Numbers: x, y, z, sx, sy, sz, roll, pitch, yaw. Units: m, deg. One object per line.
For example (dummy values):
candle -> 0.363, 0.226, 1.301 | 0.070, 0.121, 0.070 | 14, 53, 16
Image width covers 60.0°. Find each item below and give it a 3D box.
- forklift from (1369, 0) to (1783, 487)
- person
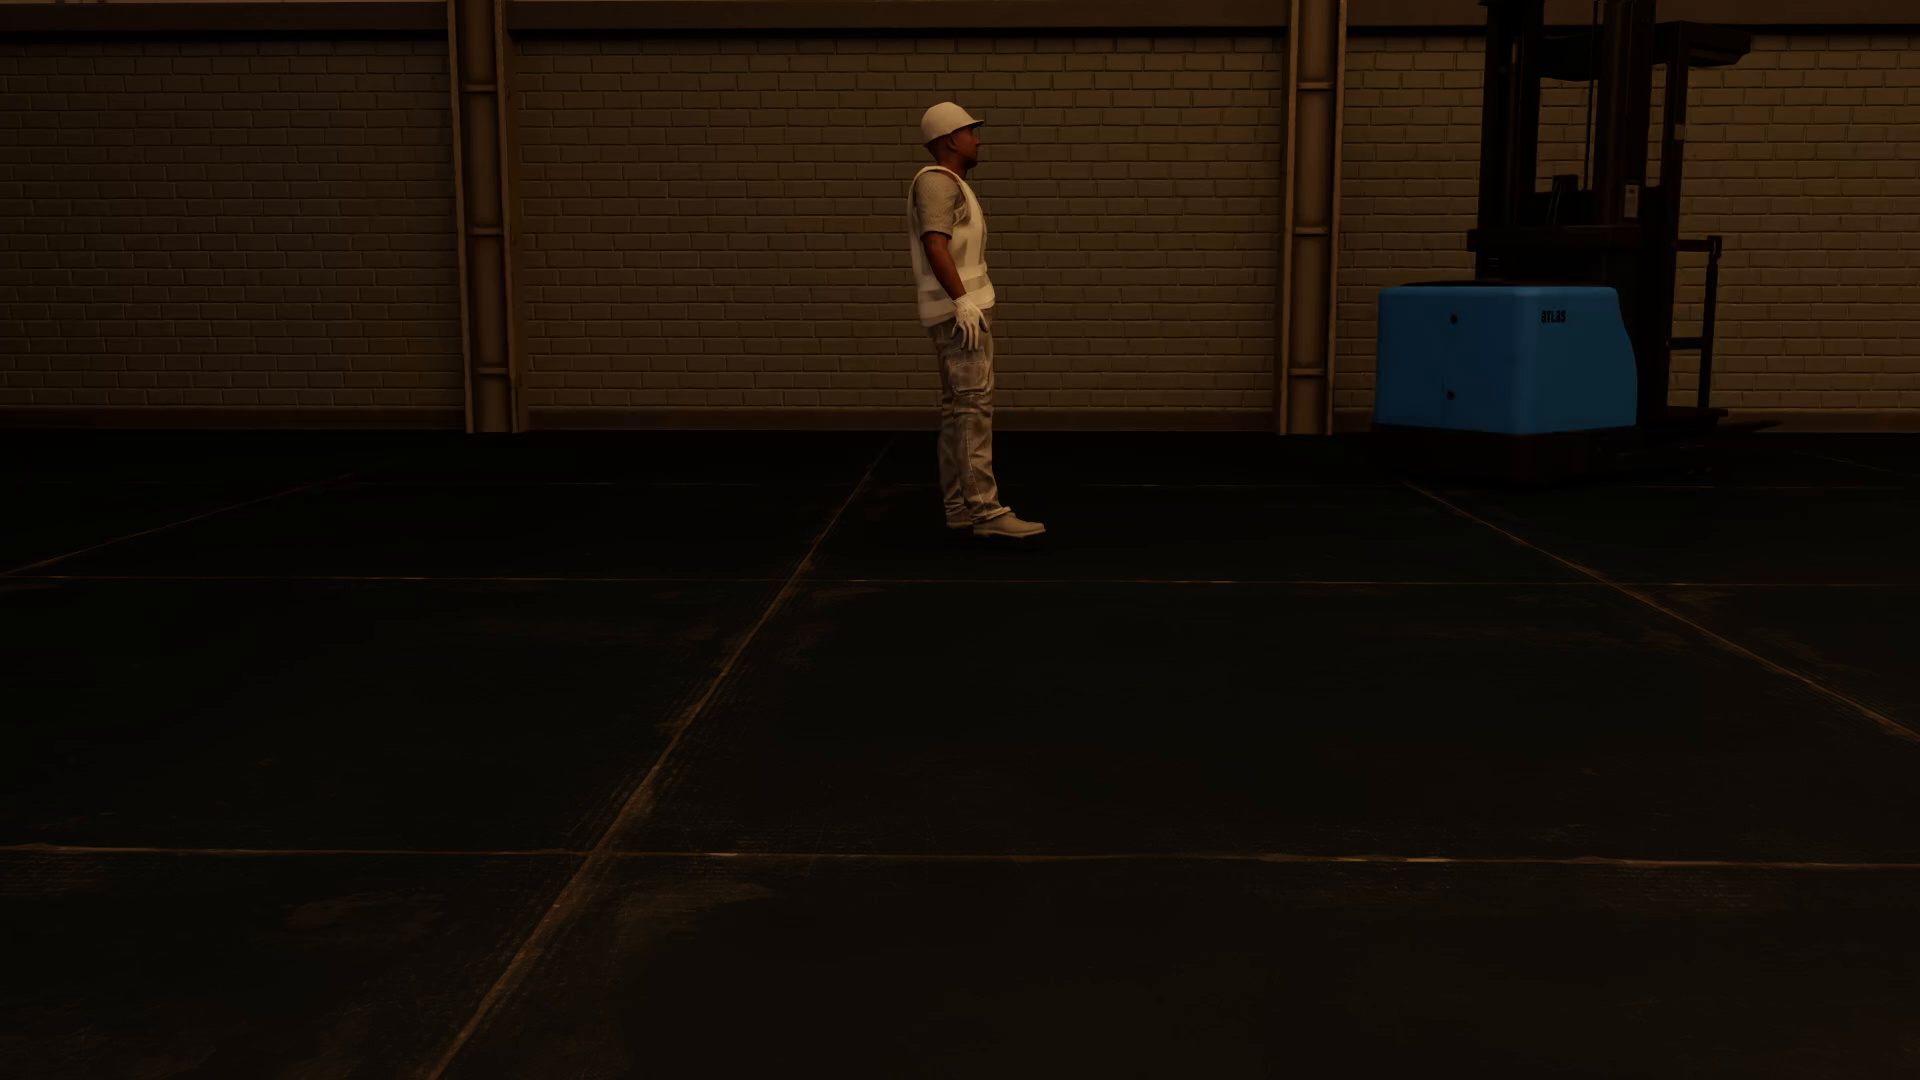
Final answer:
forklift -> 3.815, -1.882, 9.742 | 3.031, 2.935, 1.130 | -6, 11, -36
person -> 0.071, -0.927, 6.975 | 0.577, 1.781, 0.656 | 0, 9, 1
